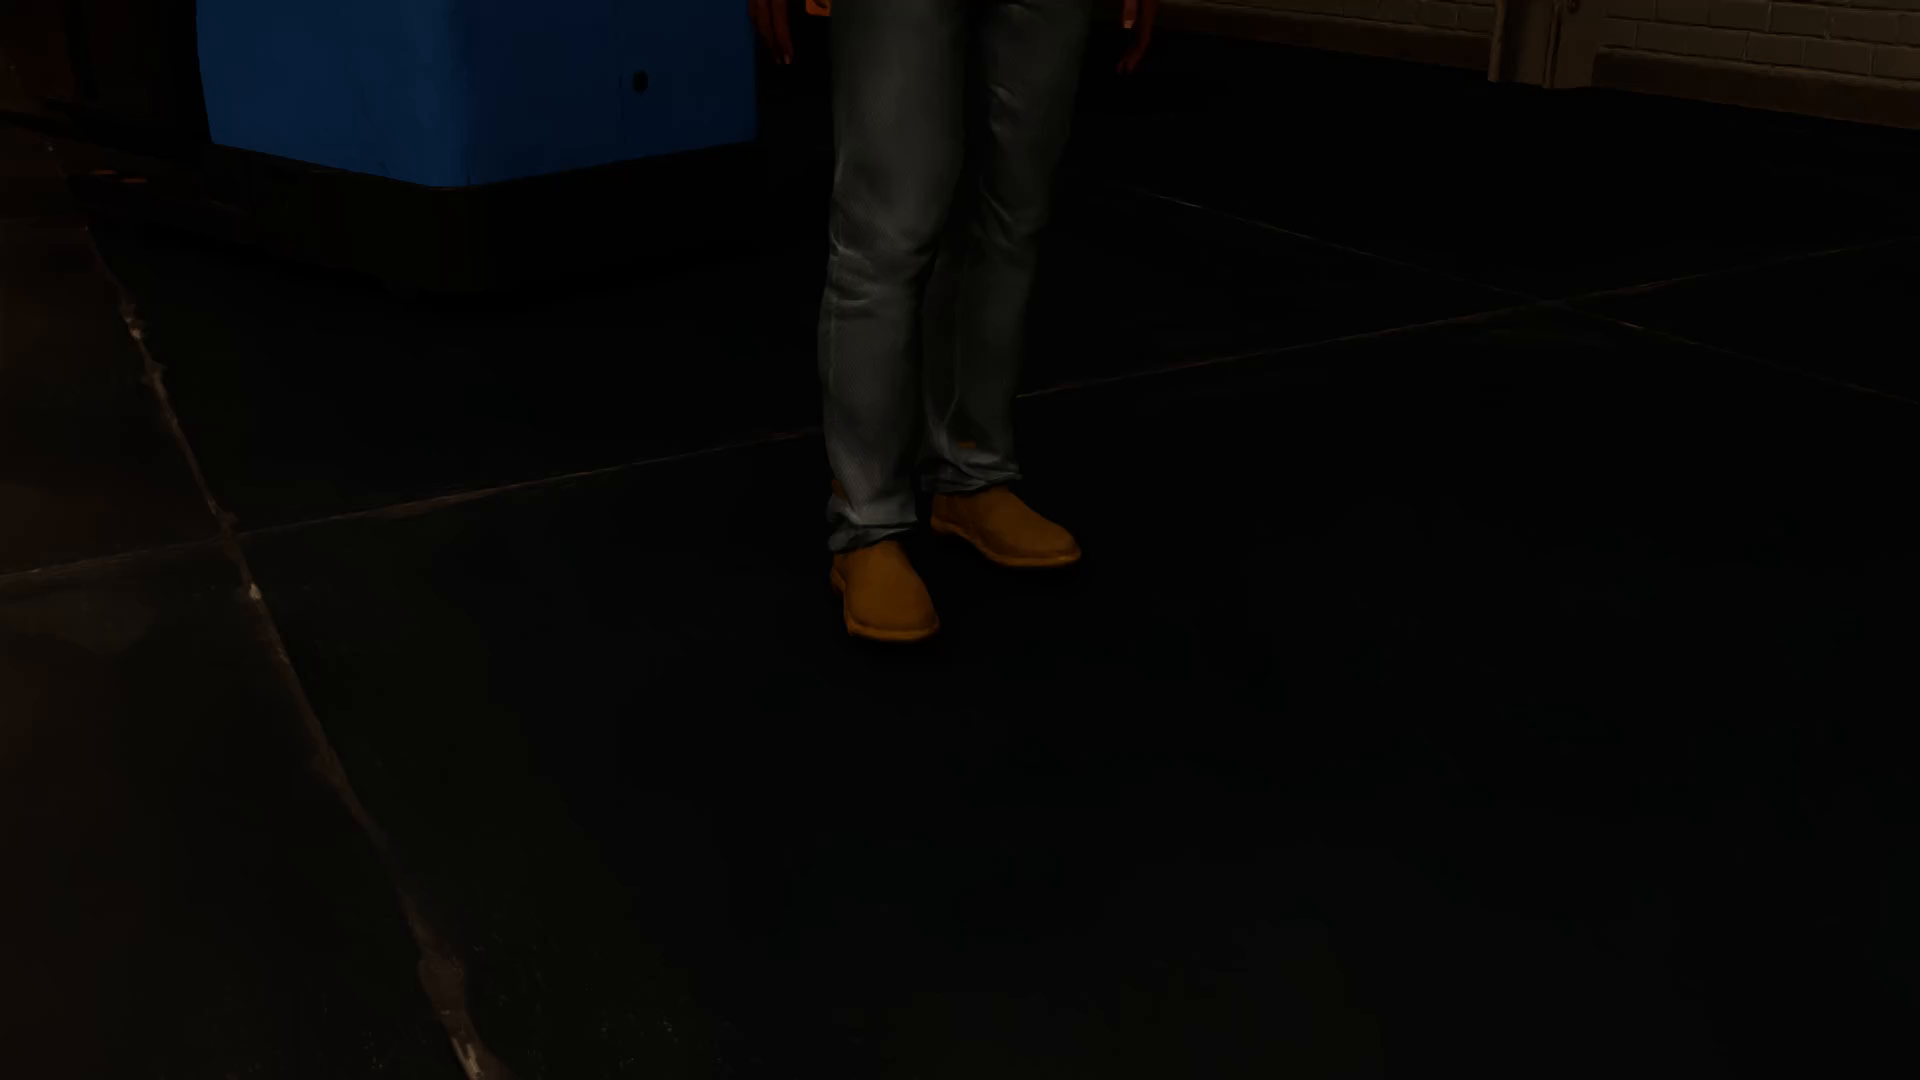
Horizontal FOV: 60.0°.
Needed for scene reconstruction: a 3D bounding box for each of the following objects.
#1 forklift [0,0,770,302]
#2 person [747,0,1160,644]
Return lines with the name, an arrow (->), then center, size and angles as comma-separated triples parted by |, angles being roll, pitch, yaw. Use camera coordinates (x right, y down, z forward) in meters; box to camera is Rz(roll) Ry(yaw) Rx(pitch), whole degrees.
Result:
forklift -> -1.972, -2.362, 4.531 | 3.031, 2.935, 1.130 | 18, 28, 36
person -> 0.030, -0.800, 2.238 | 0.665, 1.766, 0.576 | -12, 25, -28
